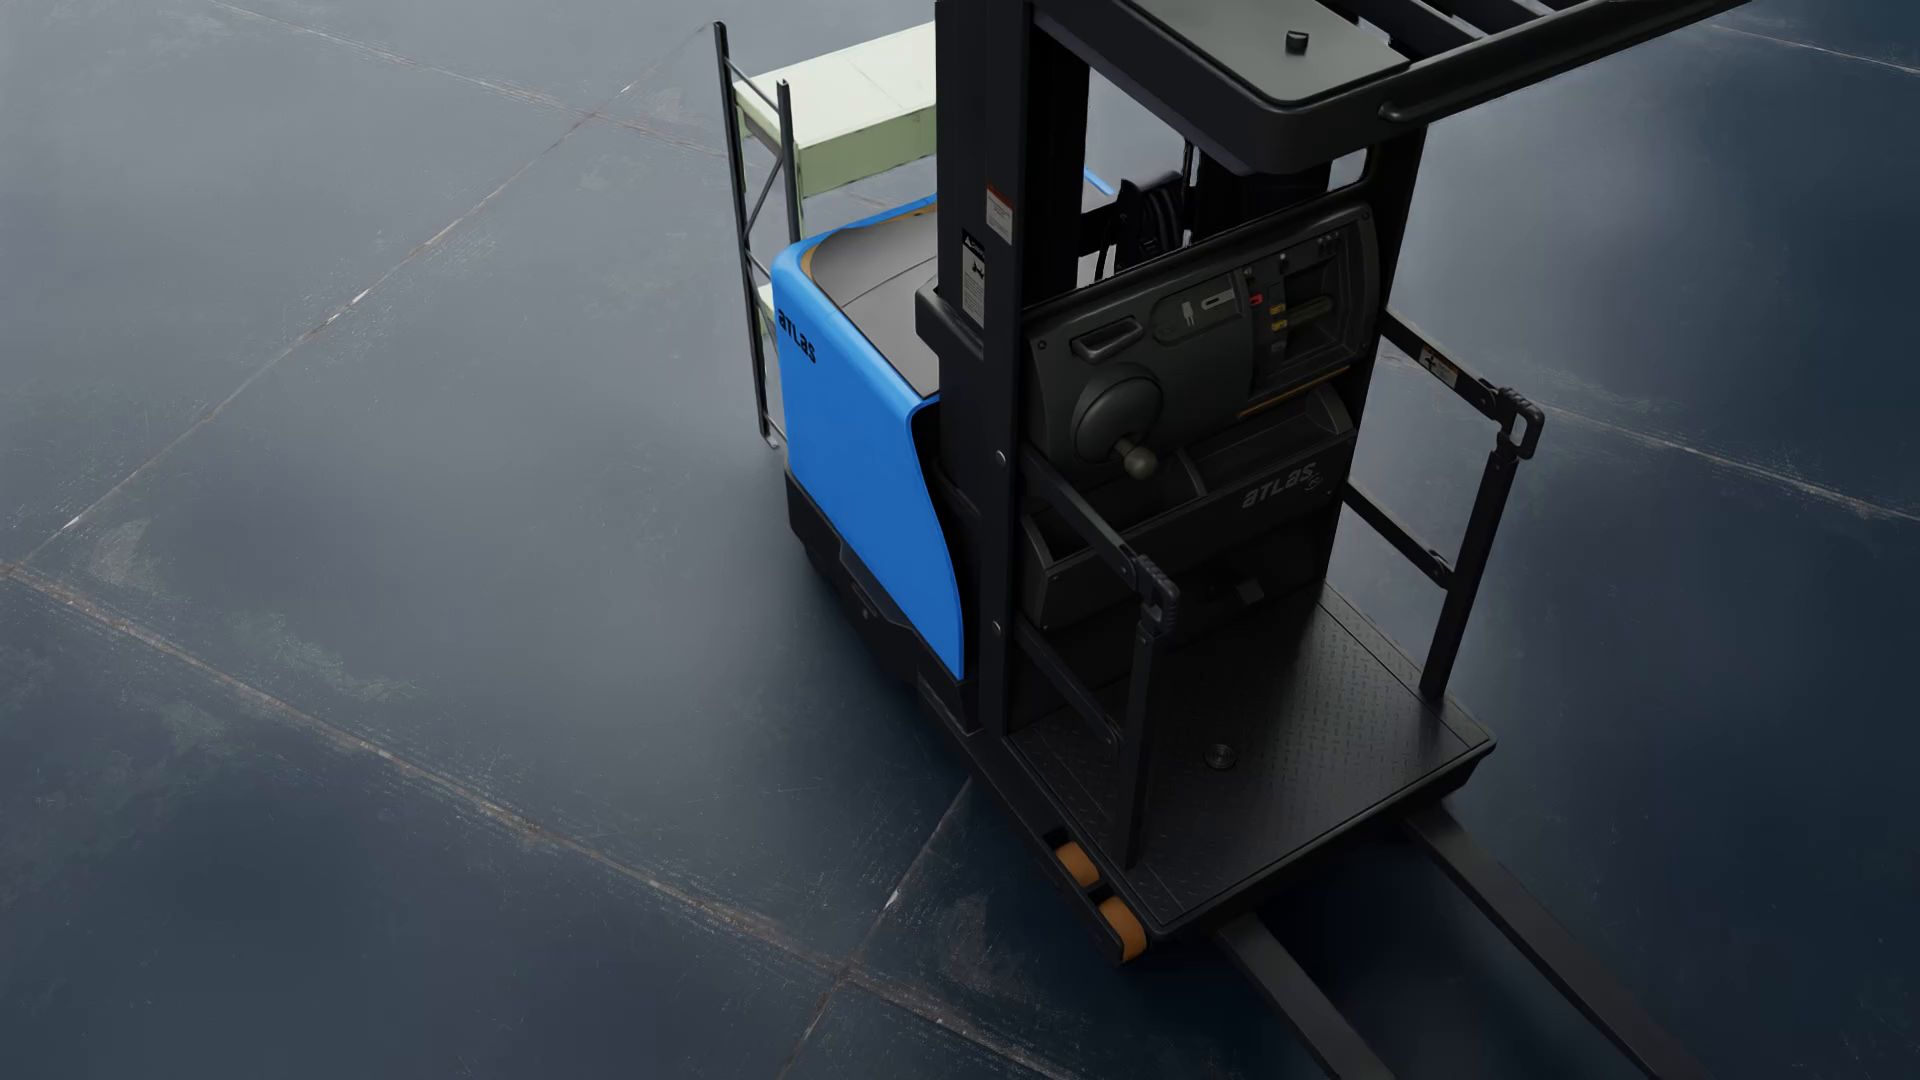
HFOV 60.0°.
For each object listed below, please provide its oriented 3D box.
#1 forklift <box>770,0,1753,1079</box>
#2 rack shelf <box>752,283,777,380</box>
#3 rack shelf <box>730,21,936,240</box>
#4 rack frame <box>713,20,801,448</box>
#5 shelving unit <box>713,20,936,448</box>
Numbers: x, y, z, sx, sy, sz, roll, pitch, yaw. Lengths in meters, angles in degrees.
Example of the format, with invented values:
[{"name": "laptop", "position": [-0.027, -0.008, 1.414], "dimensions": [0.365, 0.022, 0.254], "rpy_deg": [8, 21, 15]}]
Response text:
[{"name": "forklift", "position": [0.670, -0.353, 3.538], "dimensions": [1.130, 2.935, 3.031], "rpy_deg": [-24, 50, -22]}, {"name": "rack shelf", "position": [-0.249, -0.683, 5.329], "dimensions": [0.720, 0.370, 0.431], "rpy_deg": [-24, 50, -22]}, {"name": "rack shelf", "position": [-0.249, -1.186, 4.819], "dimensions": [0.720, 0.370, 0.431], "rpy_deg": [-24, 50, -22]}, {"name": "rack frame", "position": [-0.558, -0.773, 4.959], "dimensions": [0.023, 1.500, 0.400], "rpy_deg": [-24, 50, -22]}, {"name": "shelving unit", "position": [-0.249, -0.912, 5.097], "dimensions": [0.755, 1.500, 0.431], "rpy_deg": [-24, 50, -22]}]
